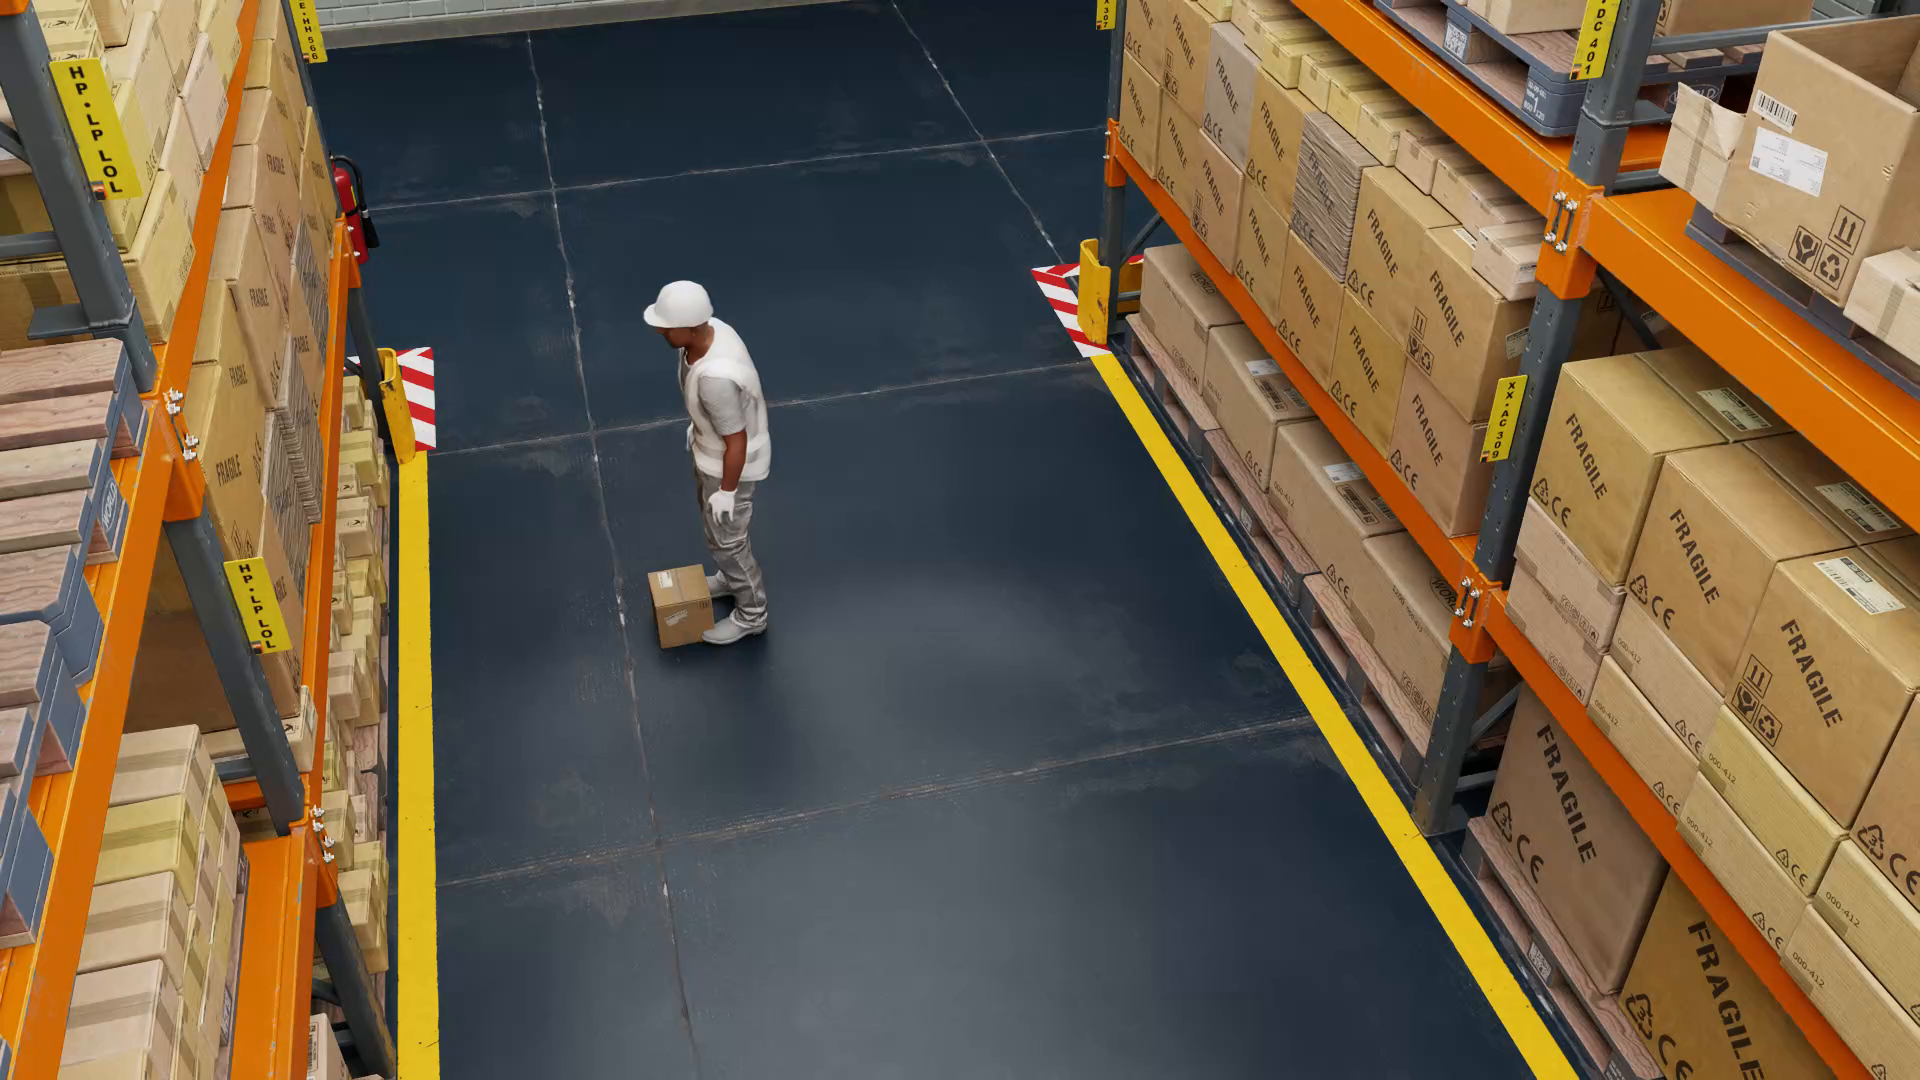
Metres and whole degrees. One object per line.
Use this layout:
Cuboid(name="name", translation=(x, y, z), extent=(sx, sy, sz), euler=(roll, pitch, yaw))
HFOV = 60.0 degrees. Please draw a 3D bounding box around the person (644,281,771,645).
Cuboid(name="person", translation=(-1.047, -0.342, 7.146), extent=(0.453, 1.774, 0.629), euler=(-10, 39, -13))
